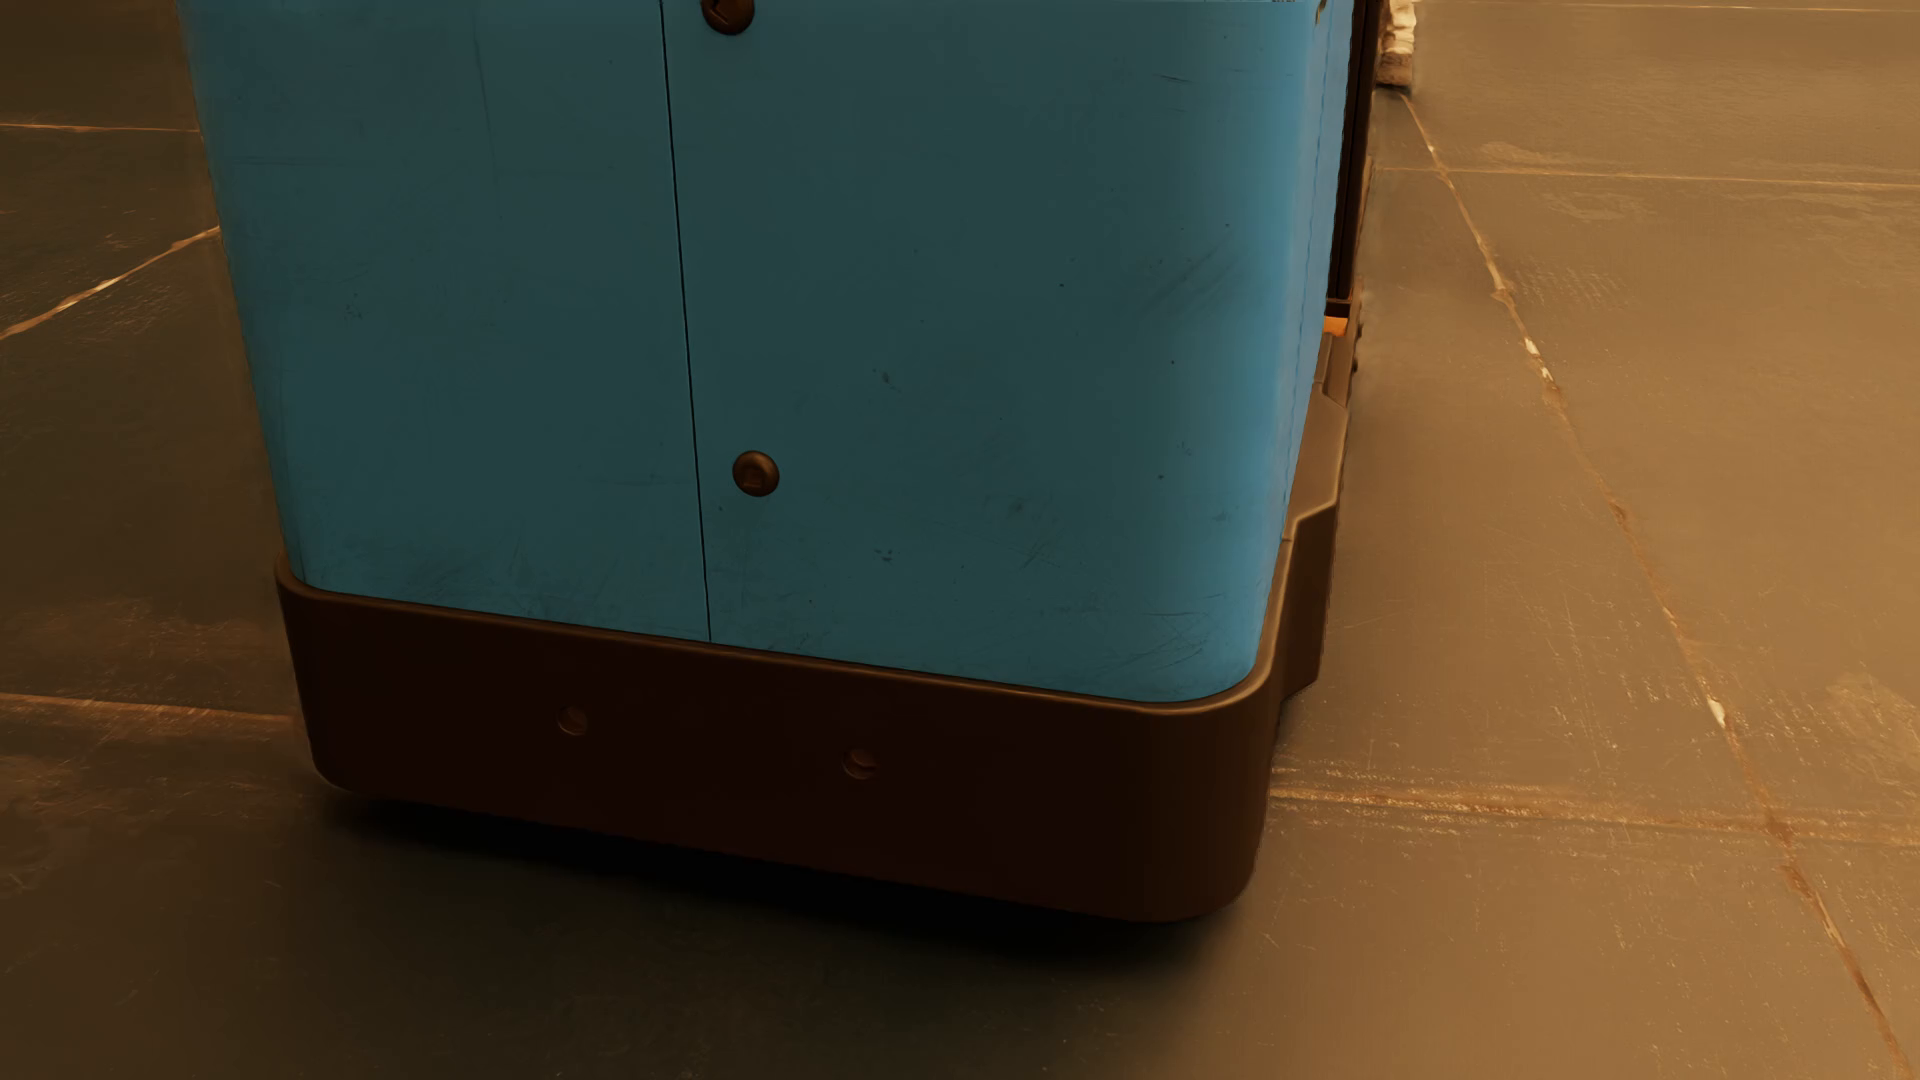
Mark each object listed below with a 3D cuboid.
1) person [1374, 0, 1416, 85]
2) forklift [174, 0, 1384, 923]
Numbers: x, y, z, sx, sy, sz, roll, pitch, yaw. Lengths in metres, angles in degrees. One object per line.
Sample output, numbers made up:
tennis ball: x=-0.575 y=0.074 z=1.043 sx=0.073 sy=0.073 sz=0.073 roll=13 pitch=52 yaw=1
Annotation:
person: x=1.233 y=-2.196 z=5.101 sx=0.791 sy=1.673 sz=0.444 roll=-1 pitch=27 yaw=-3
forklift: x=0.141 y=-1.581 z=2.385 sx=1.130 sy=2.935 sz=3.031 roll=7 pitch=27 yaw=13
